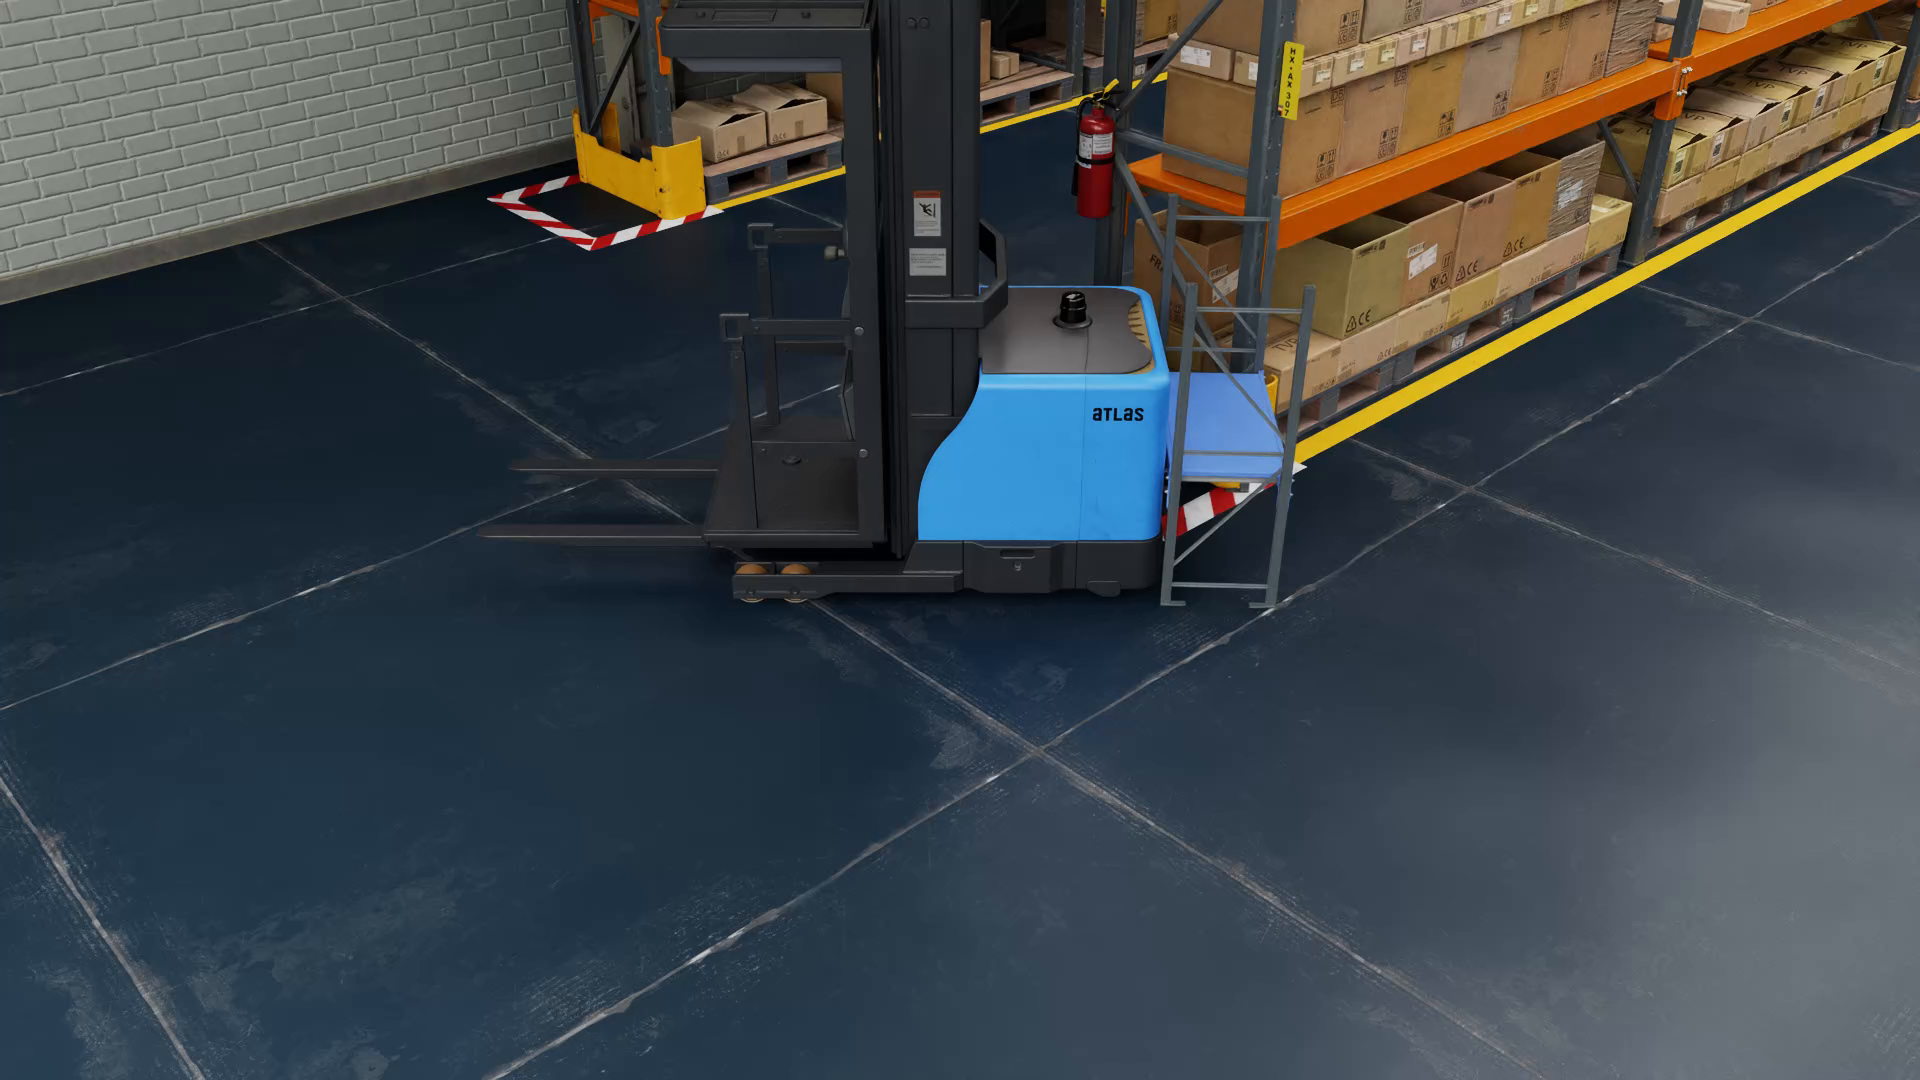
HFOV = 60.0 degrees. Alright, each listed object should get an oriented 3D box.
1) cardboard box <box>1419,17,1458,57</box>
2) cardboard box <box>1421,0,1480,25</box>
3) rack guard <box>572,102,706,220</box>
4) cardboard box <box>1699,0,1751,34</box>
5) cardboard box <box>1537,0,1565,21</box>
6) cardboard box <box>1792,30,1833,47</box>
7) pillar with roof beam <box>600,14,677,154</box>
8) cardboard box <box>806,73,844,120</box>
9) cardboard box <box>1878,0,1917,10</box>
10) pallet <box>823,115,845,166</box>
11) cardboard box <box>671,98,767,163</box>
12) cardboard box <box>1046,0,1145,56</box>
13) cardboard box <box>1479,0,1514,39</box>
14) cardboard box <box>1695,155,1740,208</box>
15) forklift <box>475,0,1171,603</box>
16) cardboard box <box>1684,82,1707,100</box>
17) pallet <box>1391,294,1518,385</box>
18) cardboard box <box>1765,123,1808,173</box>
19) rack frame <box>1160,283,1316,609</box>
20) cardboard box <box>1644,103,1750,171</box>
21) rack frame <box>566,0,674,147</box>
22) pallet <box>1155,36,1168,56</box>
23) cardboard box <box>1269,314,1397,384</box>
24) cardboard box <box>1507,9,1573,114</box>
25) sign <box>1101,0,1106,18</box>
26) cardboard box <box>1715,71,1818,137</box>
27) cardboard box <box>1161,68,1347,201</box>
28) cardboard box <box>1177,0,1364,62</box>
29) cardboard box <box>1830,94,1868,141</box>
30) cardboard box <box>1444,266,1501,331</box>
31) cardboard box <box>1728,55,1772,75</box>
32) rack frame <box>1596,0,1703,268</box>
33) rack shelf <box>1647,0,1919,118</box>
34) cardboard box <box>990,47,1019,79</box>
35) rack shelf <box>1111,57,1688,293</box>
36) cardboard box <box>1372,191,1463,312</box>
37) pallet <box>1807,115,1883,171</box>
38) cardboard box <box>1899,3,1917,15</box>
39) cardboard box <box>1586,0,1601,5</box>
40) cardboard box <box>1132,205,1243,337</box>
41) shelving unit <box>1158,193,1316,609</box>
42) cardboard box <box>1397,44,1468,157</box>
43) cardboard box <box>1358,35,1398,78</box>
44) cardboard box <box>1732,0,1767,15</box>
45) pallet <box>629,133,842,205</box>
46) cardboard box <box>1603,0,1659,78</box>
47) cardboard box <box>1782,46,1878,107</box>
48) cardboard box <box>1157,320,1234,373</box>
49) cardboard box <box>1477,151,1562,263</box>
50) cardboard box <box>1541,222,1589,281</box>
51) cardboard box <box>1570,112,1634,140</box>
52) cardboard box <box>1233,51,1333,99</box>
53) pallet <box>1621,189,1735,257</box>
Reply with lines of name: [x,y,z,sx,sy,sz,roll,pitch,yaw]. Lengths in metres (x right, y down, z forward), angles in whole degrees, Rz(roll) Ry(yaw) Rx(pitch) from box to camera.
cardboard box: [2.256,-2.551,8.329,0.250,0.149,0.380,-27,41,-37]
cardboard box: [2.206,-2.951,8.362,0.500,0.500,0.700,-26,40,-35]
rack guard: [-2.250,-2.662,11.624,0.348,0.500,1.175,-26,40,-35]
cardboard box: [4.787,-3.356,10.603,0.250,0.149,0.380,-26,40,-35]
cardboard box: [3.013,-2.918,8.929,0.250,0.149,0.380,-25,39,-34]
cardboard box: [6.348,-3.817,12.813,0.500,0.311,0.500,-24,39,-34]
pillar with roof beam: [0.547,-5.193,7.617,0.400,9.000,9.100,-26,40,-35]
cardboard box: [-0.747,-3.477,12.535,0.700,0.500,0.500,26,40,36]
cardboard box: [7.496,-4.530,13.538,0.500,0.250,0.500,-24,39,-34]
pallet: [-0.735,-3.244,12.853,1.213,0.211,1.003,-26,40,-35]
cardboard box: [-1.737,-2.953,11.860,0.500,0.311,0.500,24,39,34]
cardboard box: [1.156,-4.509,14.223,0.500,0.500,0.700,-24,39,-34]
cardboard box: [2.627,-2.729,8.620,0.250,0.149,0.380,-25,40,-35]
cardboard box: [4.839,-2.462,11.134,0.500,0.250,0.500,-25,39,-34]
forklift: [-0.631,-1.252,6.987,3.031,2.935,1.130,0,31,0]
cardboard box: [4.846,-3.088,11.621,0.500,0.311,0.500,-26,40,-36]
pallet: [2.492,-1.336,9.733,1.213,0.211,1.003,-26,40,-35]
cardboard box: [5.590,-2.827,11.731,0.500,0.250,0.500,-25,39,-35]
rack frame: [1.133,-0.355,6.888,0.500,1.500,0.032,1,31,1]
cardboard box: [4.842,-2.699,10.984,0.500,0.311,0.500,-26,40,-36]
rack frame: [-2.305,-3.702,10.928,0.127,3.000,1.000,-26,40,-35]
pallet: [2.093,-4.642,15.140,1.213,0.211,1.003,-26,40,-35]
cardboard box: [1.974,-1.098,8.903,0.500,0.250,0.500,-26,40,-35]
cardboard box: [2.925,-2.744,9.266,0.500,0.500,0.700,-25,39,-35]
sign: [0.707,-2.615,7.815,0.005,0.325,0.100,-26,40,-35]
cardboard box: [5.598,-3.069,11.590,0.500,0.311,0.500,-25,39,-34]
cardboard box: [1.417,-2.011,8.068,0.500,0.500,0.700,-26,40,-35]
cardboard box: [1.455,-2.584,7.760,0.500,0.500,0.700,-26,40,-35]
cardboard box: [6.336,-3.188,12.321,0.500,0.250,0.500,-26,40,-36]
cardboard box: [2.711,-1.451,9.480,0.500,0.250,0.500,-26,40,-35]
cardboard box: [5.593,-3.448,12.209,0.500,0.311,0.500,-27,41,-37]
rack frame: [3.999,-3.227,10.152,0.127,3.000,1.000,-26,40,-35]
rack shelf: [5.465,-3.629,11.499,4.000,0.370,1.077,-26,40,-35]
cardboard box: [0.256,-3.898,13.544,0.380,0.166,0.250,23,38,33]
rack shelf: [2.532,-2.210,9.179,4.000,0.370,1.077,-26,40,-35]
cardboard box: [2.333,-1.599,9.005,0.500,0.500,0.500,-26,40,-35]
pallet: [6.302,-3.179,12.746,1.213,0.211,1.003,-26,40,-35]
cardboard box: [7.840,-4.007,13.402,0.500,0.500,0.500,-27,41,-37]
cardboard box: [3.380,-3.093,9.216,0.250,0.149,0.380,-26,40,-36]
cardboard box: [1.257,-1.438,8.741,0.500,0.500,0.500,-26,40,-35]
shelving unit: [1.150,-0.620,7.321,0.538,1.500,1.048,1,31,1]
cardboard box: [2.166,-2.373,8.660,0.500,0.500,0.700,-26,40,-35]
cardboard box: [1.875,-2.367,8.028,0.250,0.149,0.380,-26,40,-35]
cardboard box: [4.959,-3.722,10.866,0.500,0.500,0.500,-23,38,-32]
pallet: [-1.630,-2.814,12.149,1.213,0.211,1.003,-26,40,-35]
cardboard box: [3.678,-3.110,9.864,0.500,0.500,0.700,-27,41,-37]
cardboard box: [6.339,-3.424,12.170,0.500,0.311,0.500,-27,40,-36]
cardboard box: [1.258,-1.117,8.935,0.500,0.250,0.500,-26,40,-35]
cardboard box: [3.069,-1.953,9.583,0.500,0.500,0.500,-26,40,-35]
cardboard box: [3.434,-1.811,10.070,0.500,0.250,0.500,-26,40,-35]
cardboard box: [4.101,-2.725,11.027,0.500,0.311,0.500,-26,40,-35]
cardboard box: [1.500,-2.184,7.729,0.250,0.149,0.380,-26,40,-36]
pallet: [4.512,-2.313,11.331,1.213,0.211,1.003,-26,40,-35]
